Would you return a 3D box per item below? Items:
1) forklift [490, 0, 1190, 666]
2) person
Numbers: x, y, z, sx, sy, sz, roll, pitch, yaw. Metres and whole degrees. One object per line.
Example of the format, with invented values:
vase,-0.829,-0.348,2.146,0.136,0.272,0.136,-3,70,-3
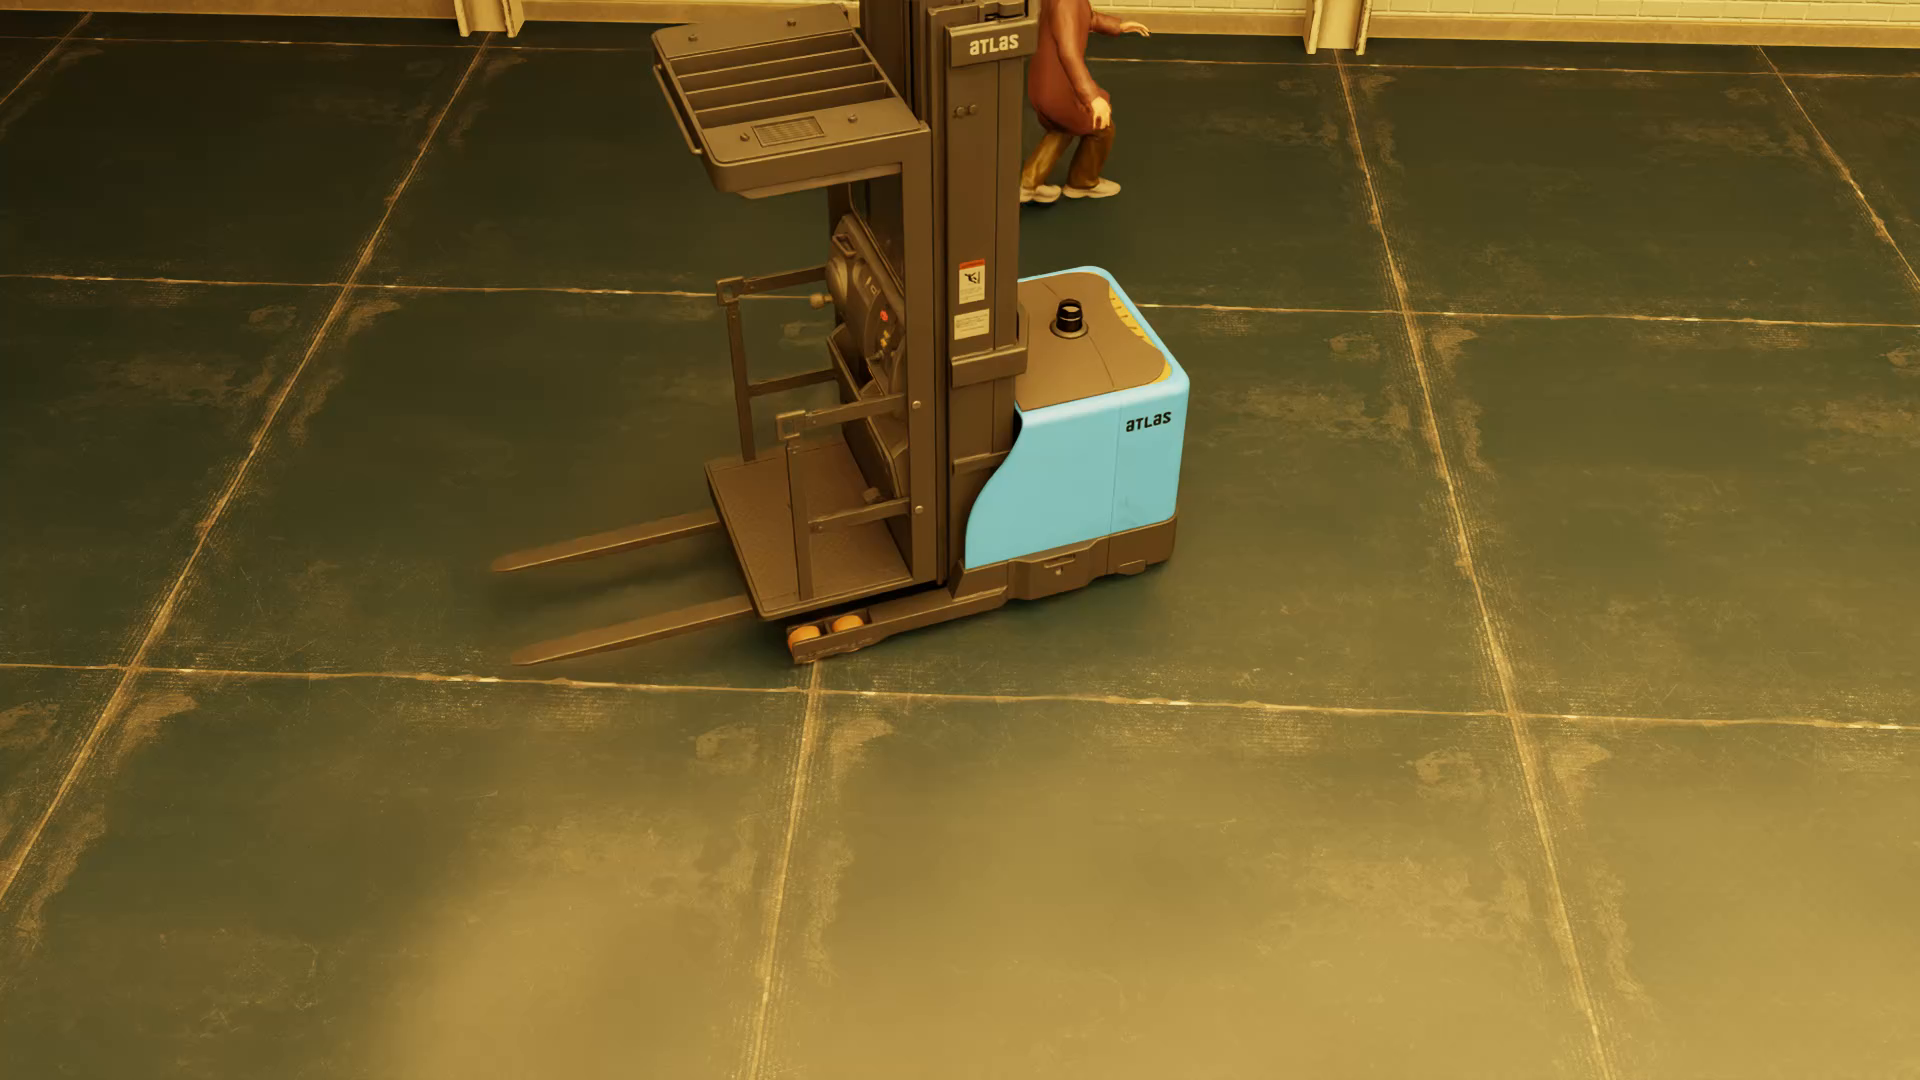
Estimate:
forklift,-0.573,-0.945,6.778,3.031,2.935,1.130,-13,44,-14
person,0.733,-2.622,9.587,0.911,1.641,0.926,-14,44,-15
